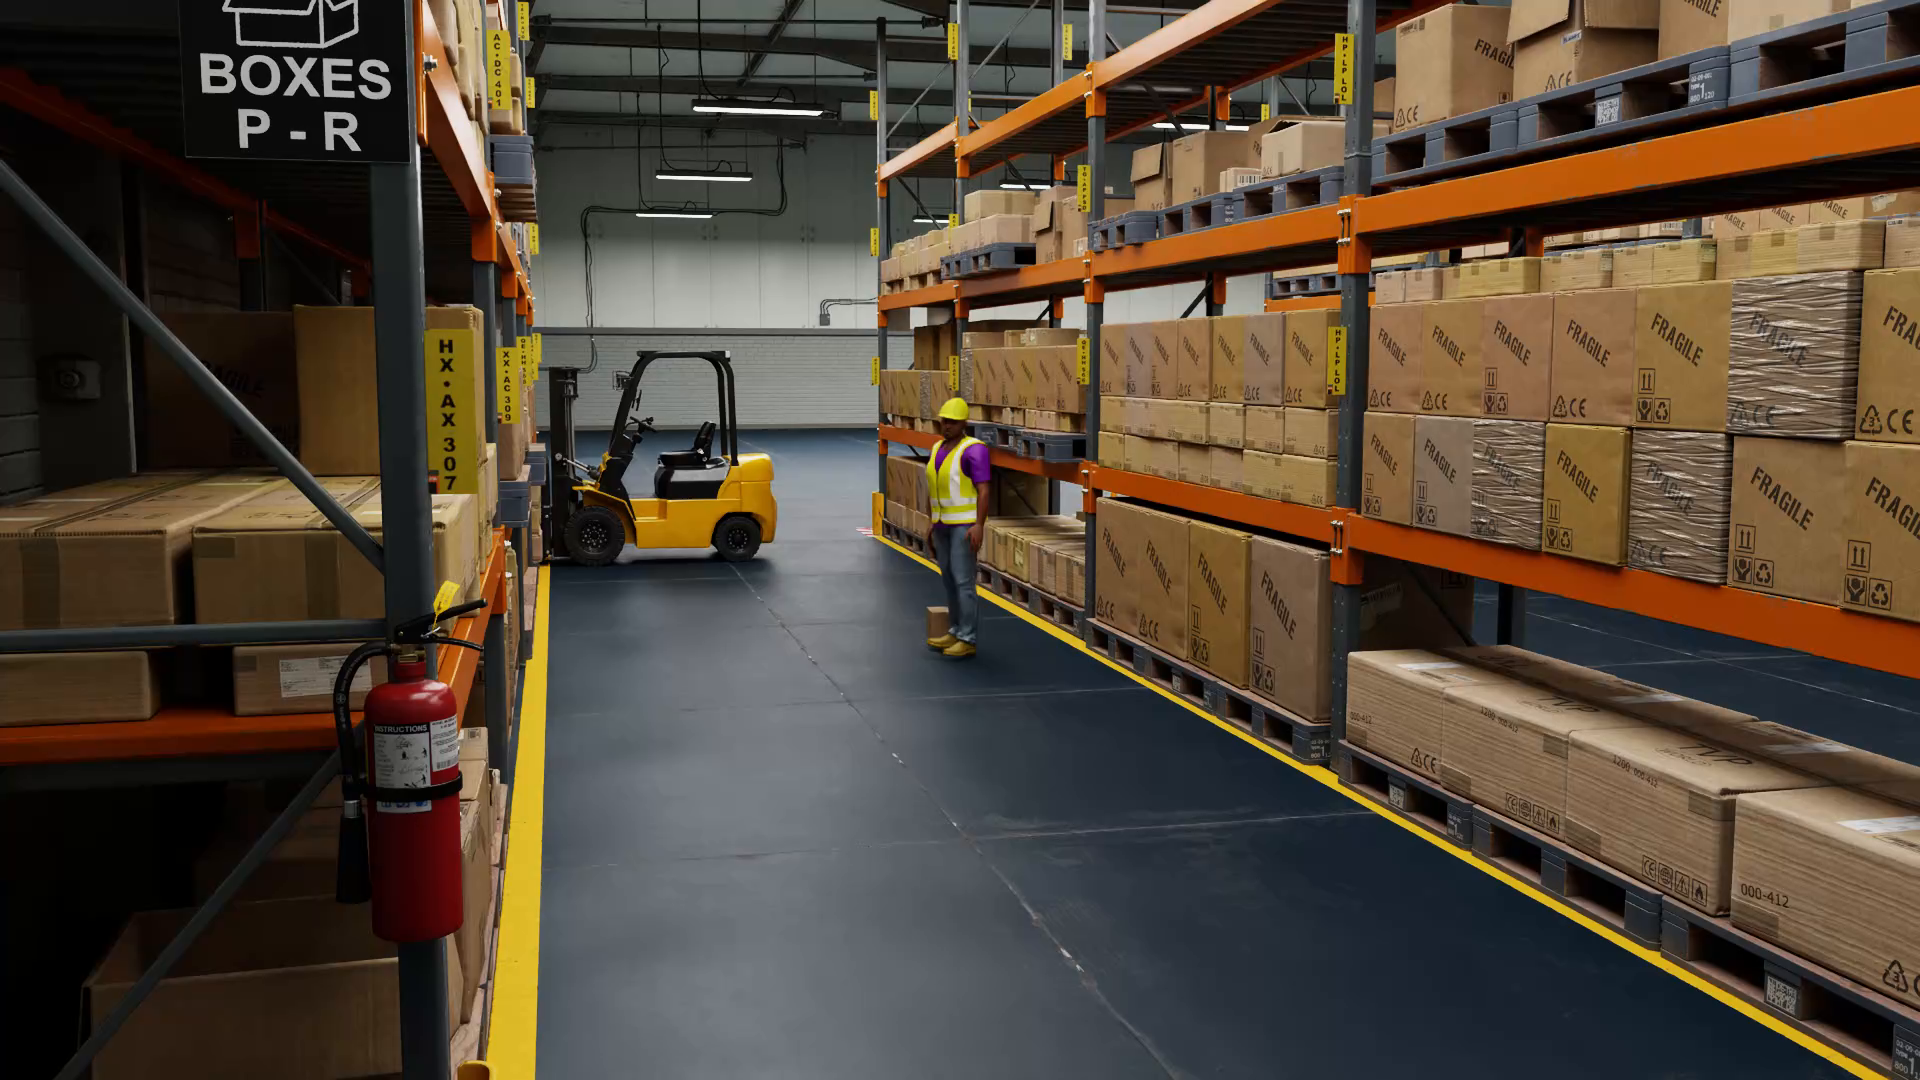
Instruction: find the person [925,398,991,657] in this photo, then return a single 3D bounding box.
[{"bbox_3d":[-0.044,-0.096,11.526,0.448,1.760,0.610,-4,7,-36],"label":"person"}]
